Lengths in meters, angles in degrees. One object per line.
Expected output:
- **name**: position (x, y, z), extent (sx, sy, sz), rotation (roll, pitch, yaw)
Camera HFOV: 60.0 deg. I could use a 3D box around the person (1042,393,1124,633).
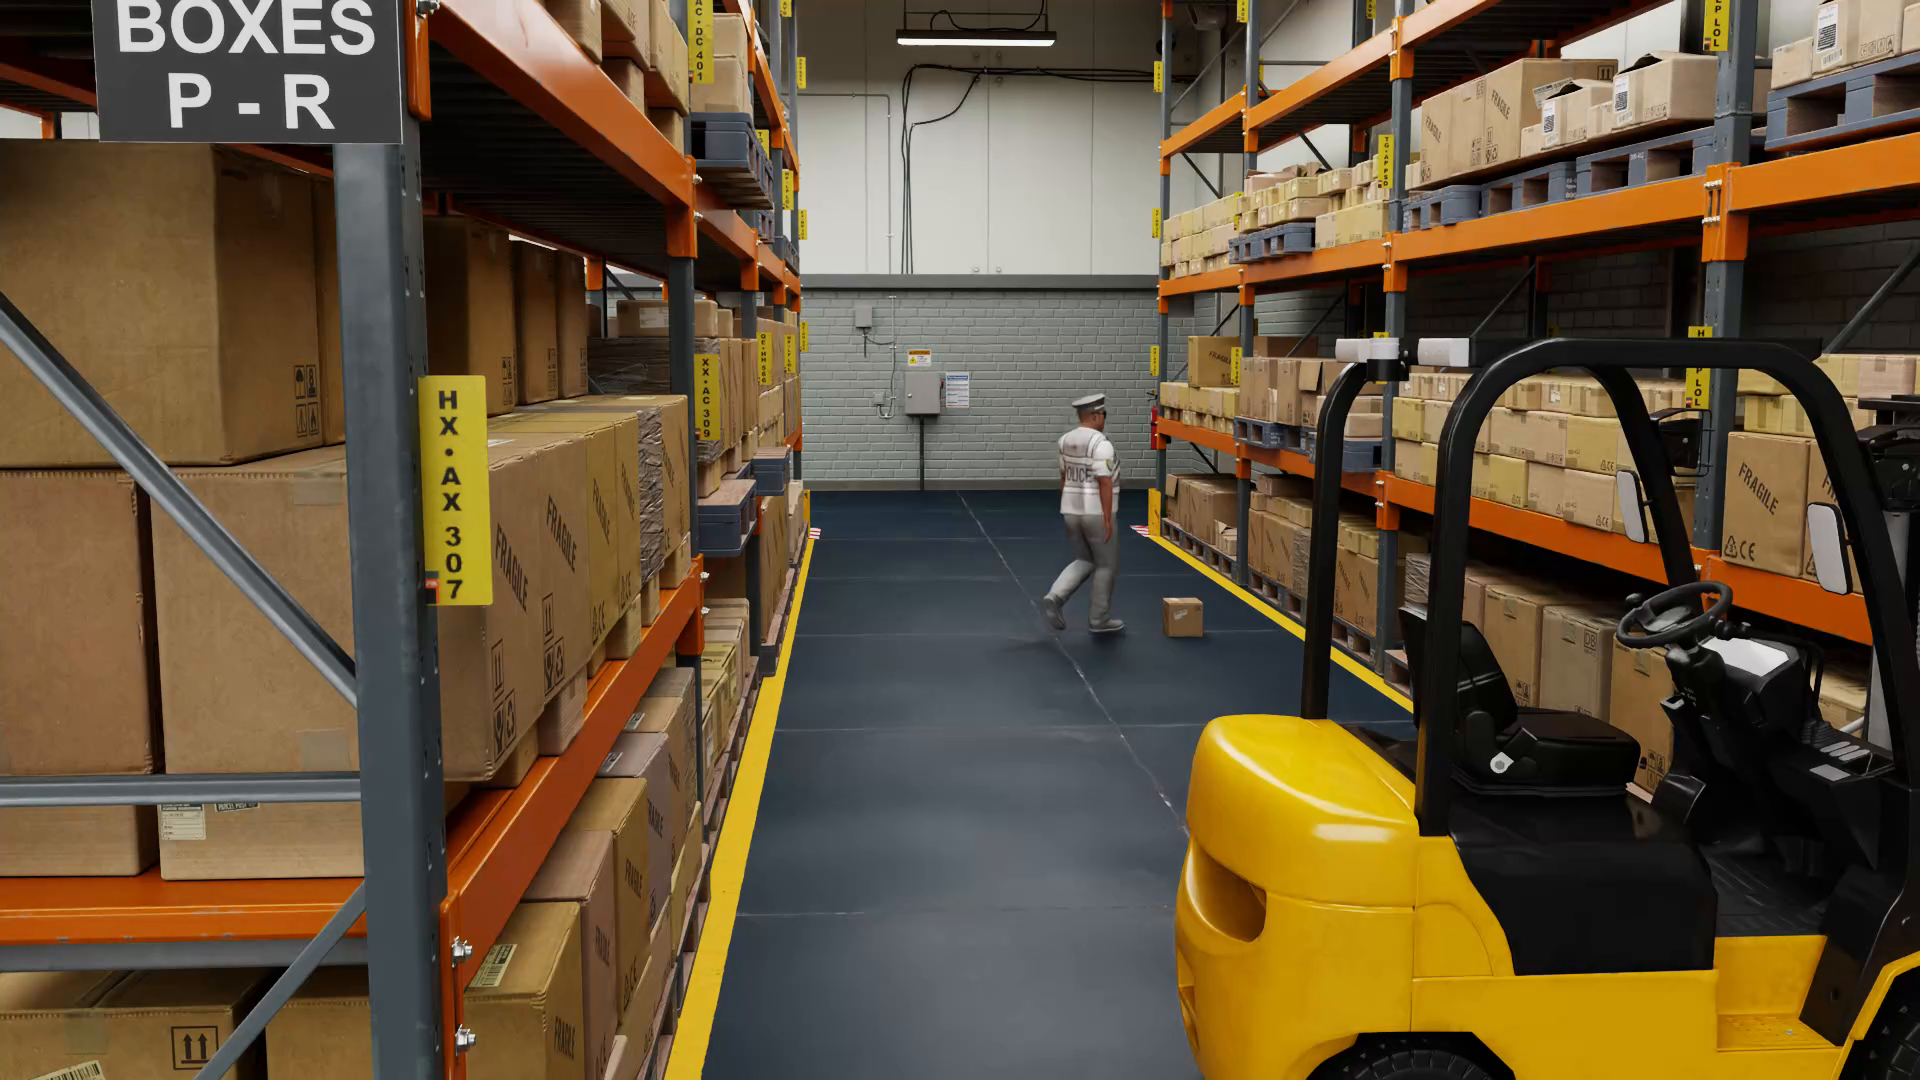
- **person**: position (0.934, -0.189, 12.077), extent (0.643, 1.745, 0.537), rotation (-6, 9, -39)
